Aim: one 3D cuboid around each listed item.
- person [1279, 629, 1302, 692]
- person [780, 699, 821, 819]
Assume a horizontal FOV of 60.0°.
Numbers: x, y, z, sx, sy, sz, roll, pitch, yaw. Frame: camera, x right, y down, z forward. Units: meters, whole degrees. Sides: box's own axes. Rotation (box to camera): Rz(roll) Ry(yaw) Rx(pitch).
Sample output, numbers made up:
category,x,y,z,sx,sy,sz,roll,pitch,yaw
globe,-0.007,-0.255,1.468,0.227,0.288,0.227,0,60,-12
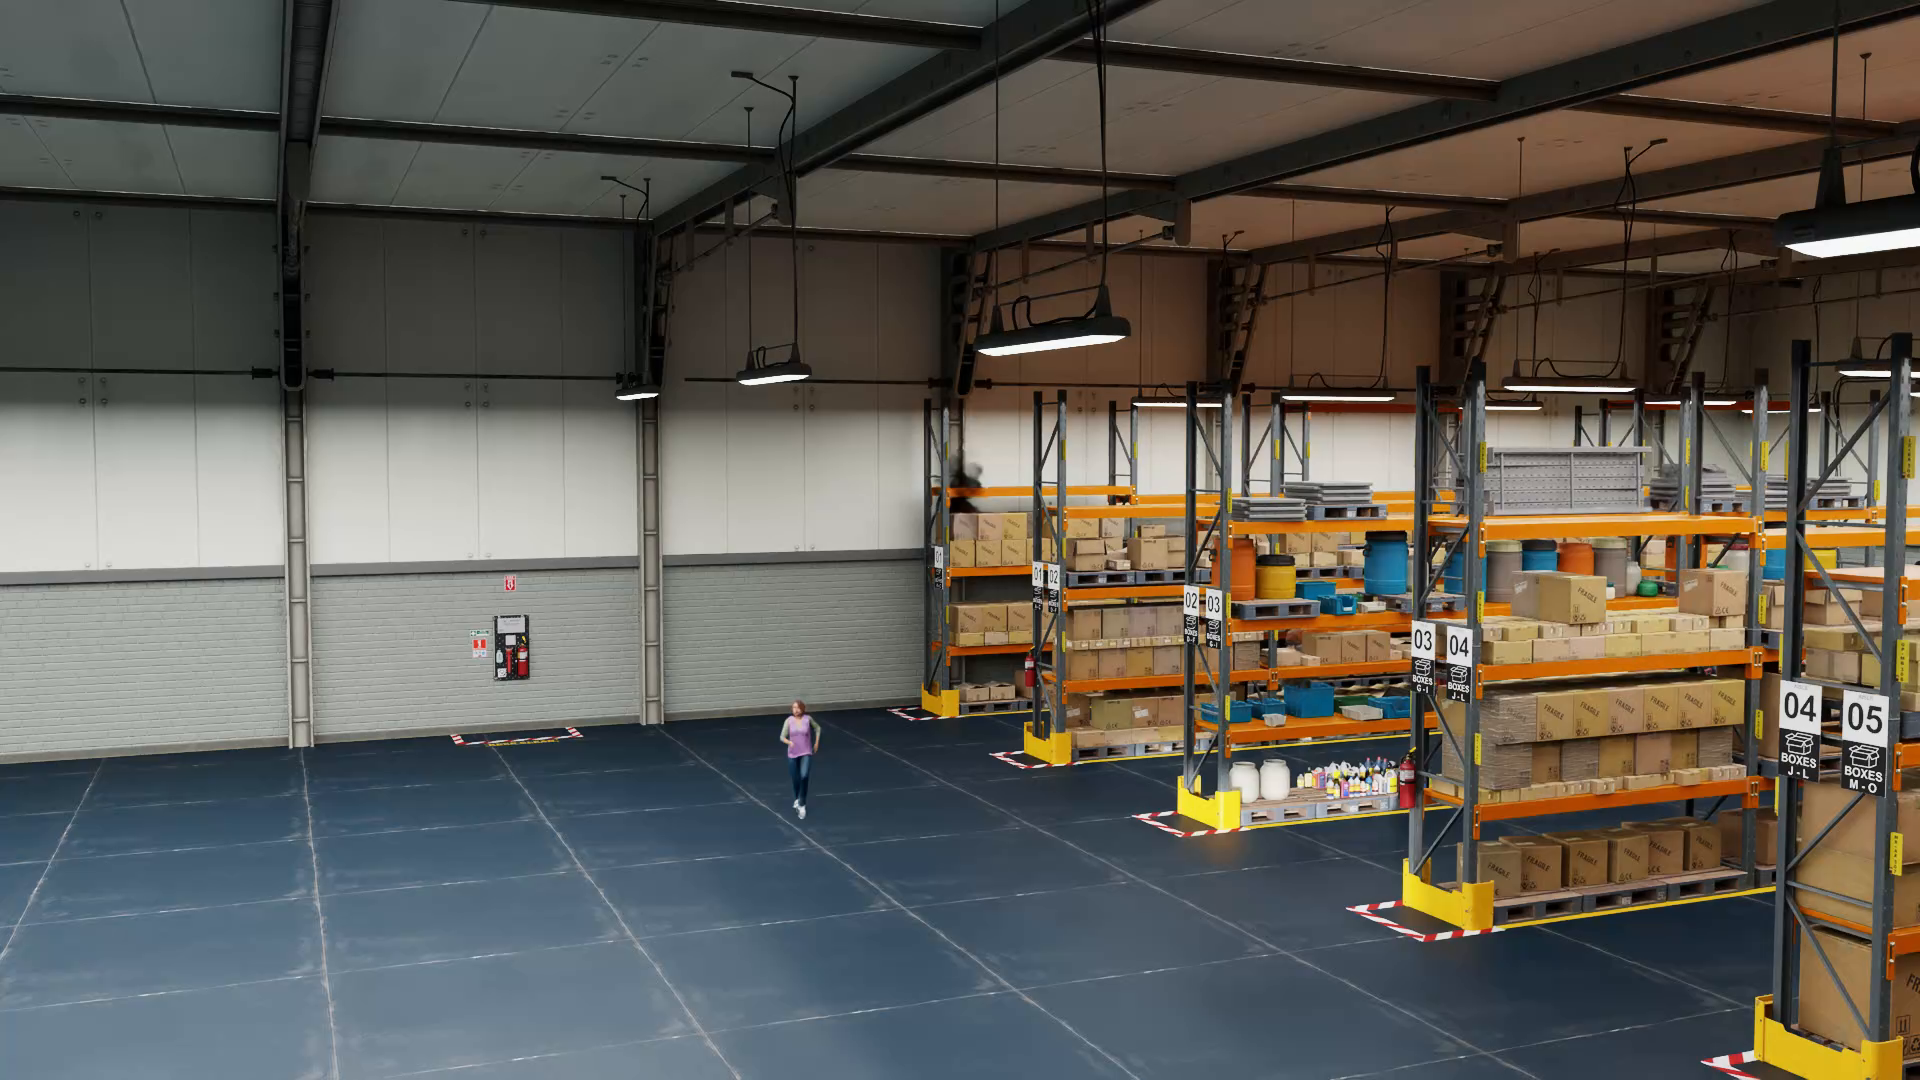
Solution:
category,x,y,z,sx,sy,sz,roll,pitch,yaw
person,6.126,2.499,30.710,0.802,1.710,0.676,-2,4,-30
person,-2.221,3.026,23.086,0.542,1.606,0.702,0,3,2
